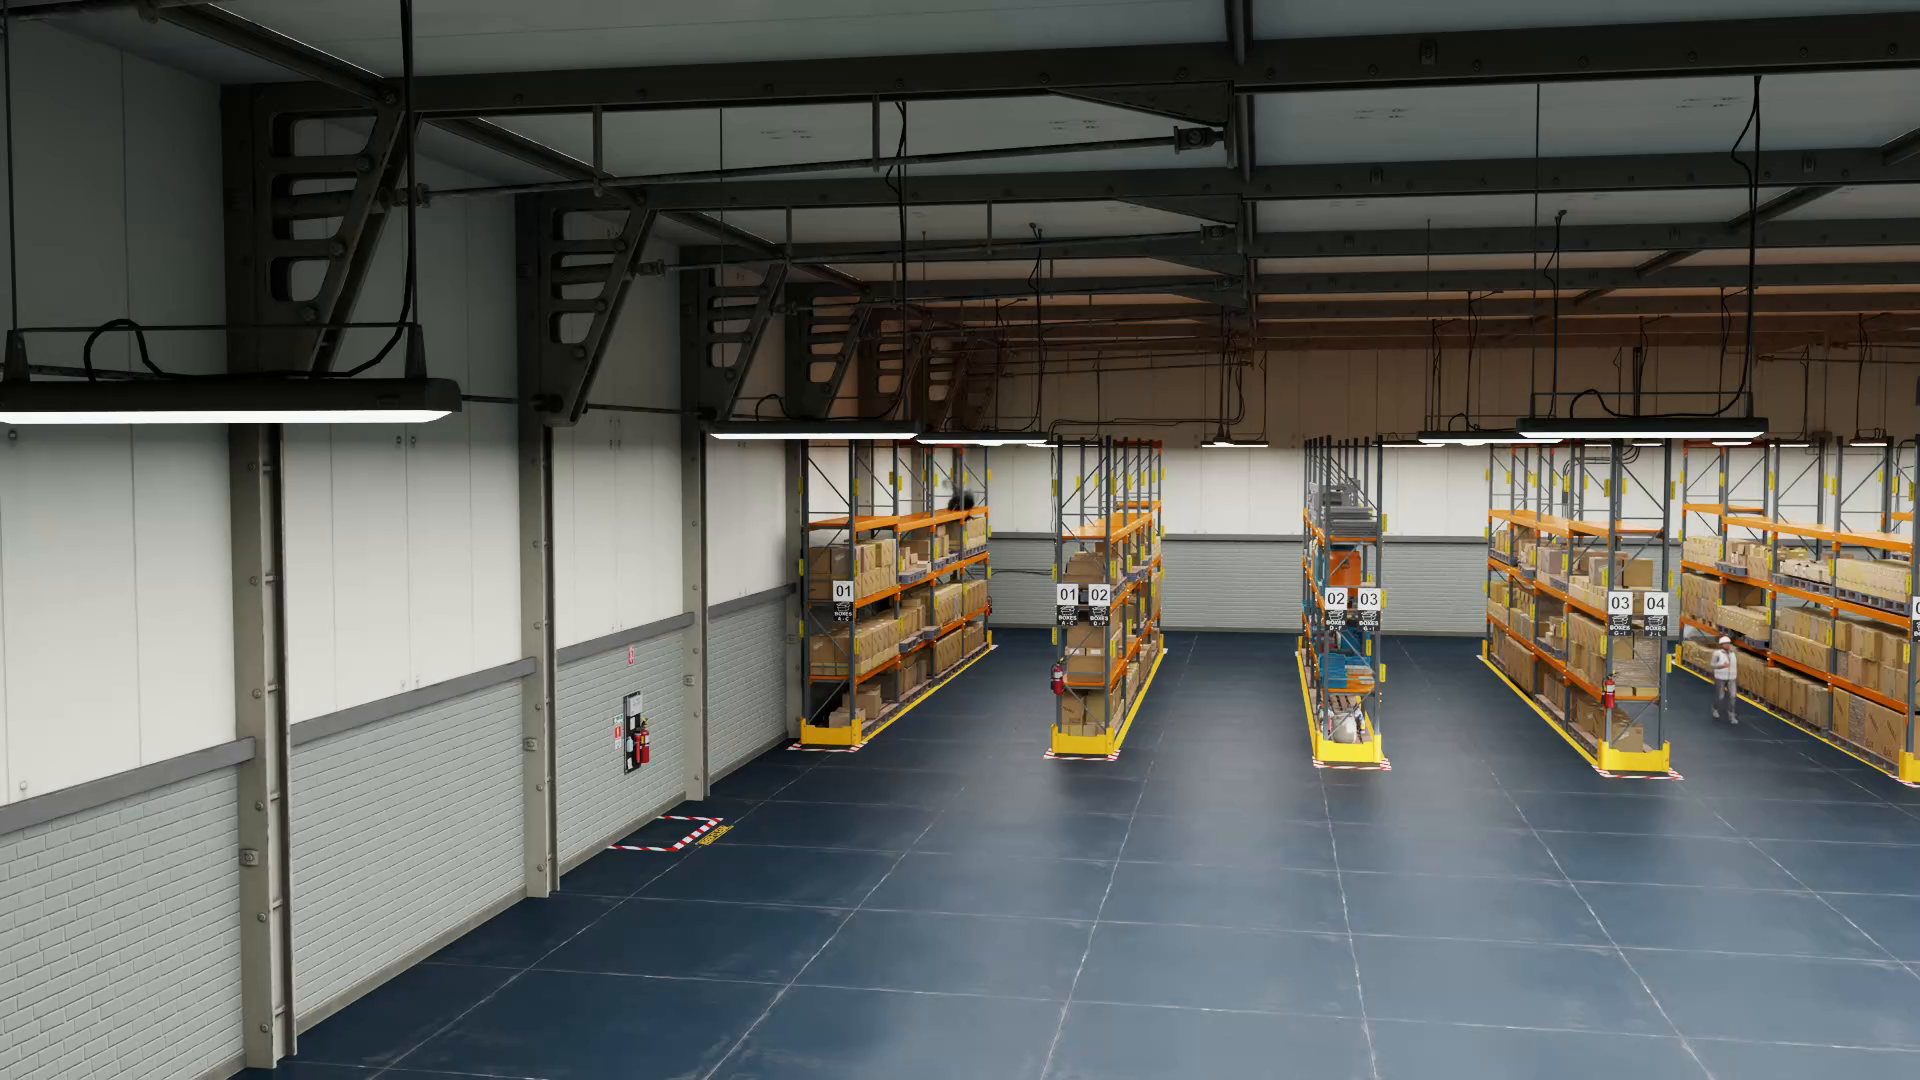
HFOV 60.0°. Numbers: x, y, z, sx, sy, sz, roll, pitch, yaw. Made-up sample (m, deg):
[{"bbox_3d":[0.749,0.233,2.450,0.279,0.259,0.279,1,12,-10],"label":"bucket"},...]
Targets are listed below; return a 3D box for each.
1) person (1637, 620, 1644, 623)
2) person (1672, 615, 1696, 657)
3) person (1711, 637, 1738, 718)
[{"bbox_3d":[17.772,2.550,43.525,0.576,1.680,0.870,1,3,15],"label":"person"},{"bbox_3d":[20.009,2.394,45.795,0.747,1.702,0.966,1,3,20],"label":"person"},{"bbox_3d":[16.095,2.871,34.944,0.502,1.687,0.766,0,3,1],"label":"person"}]
